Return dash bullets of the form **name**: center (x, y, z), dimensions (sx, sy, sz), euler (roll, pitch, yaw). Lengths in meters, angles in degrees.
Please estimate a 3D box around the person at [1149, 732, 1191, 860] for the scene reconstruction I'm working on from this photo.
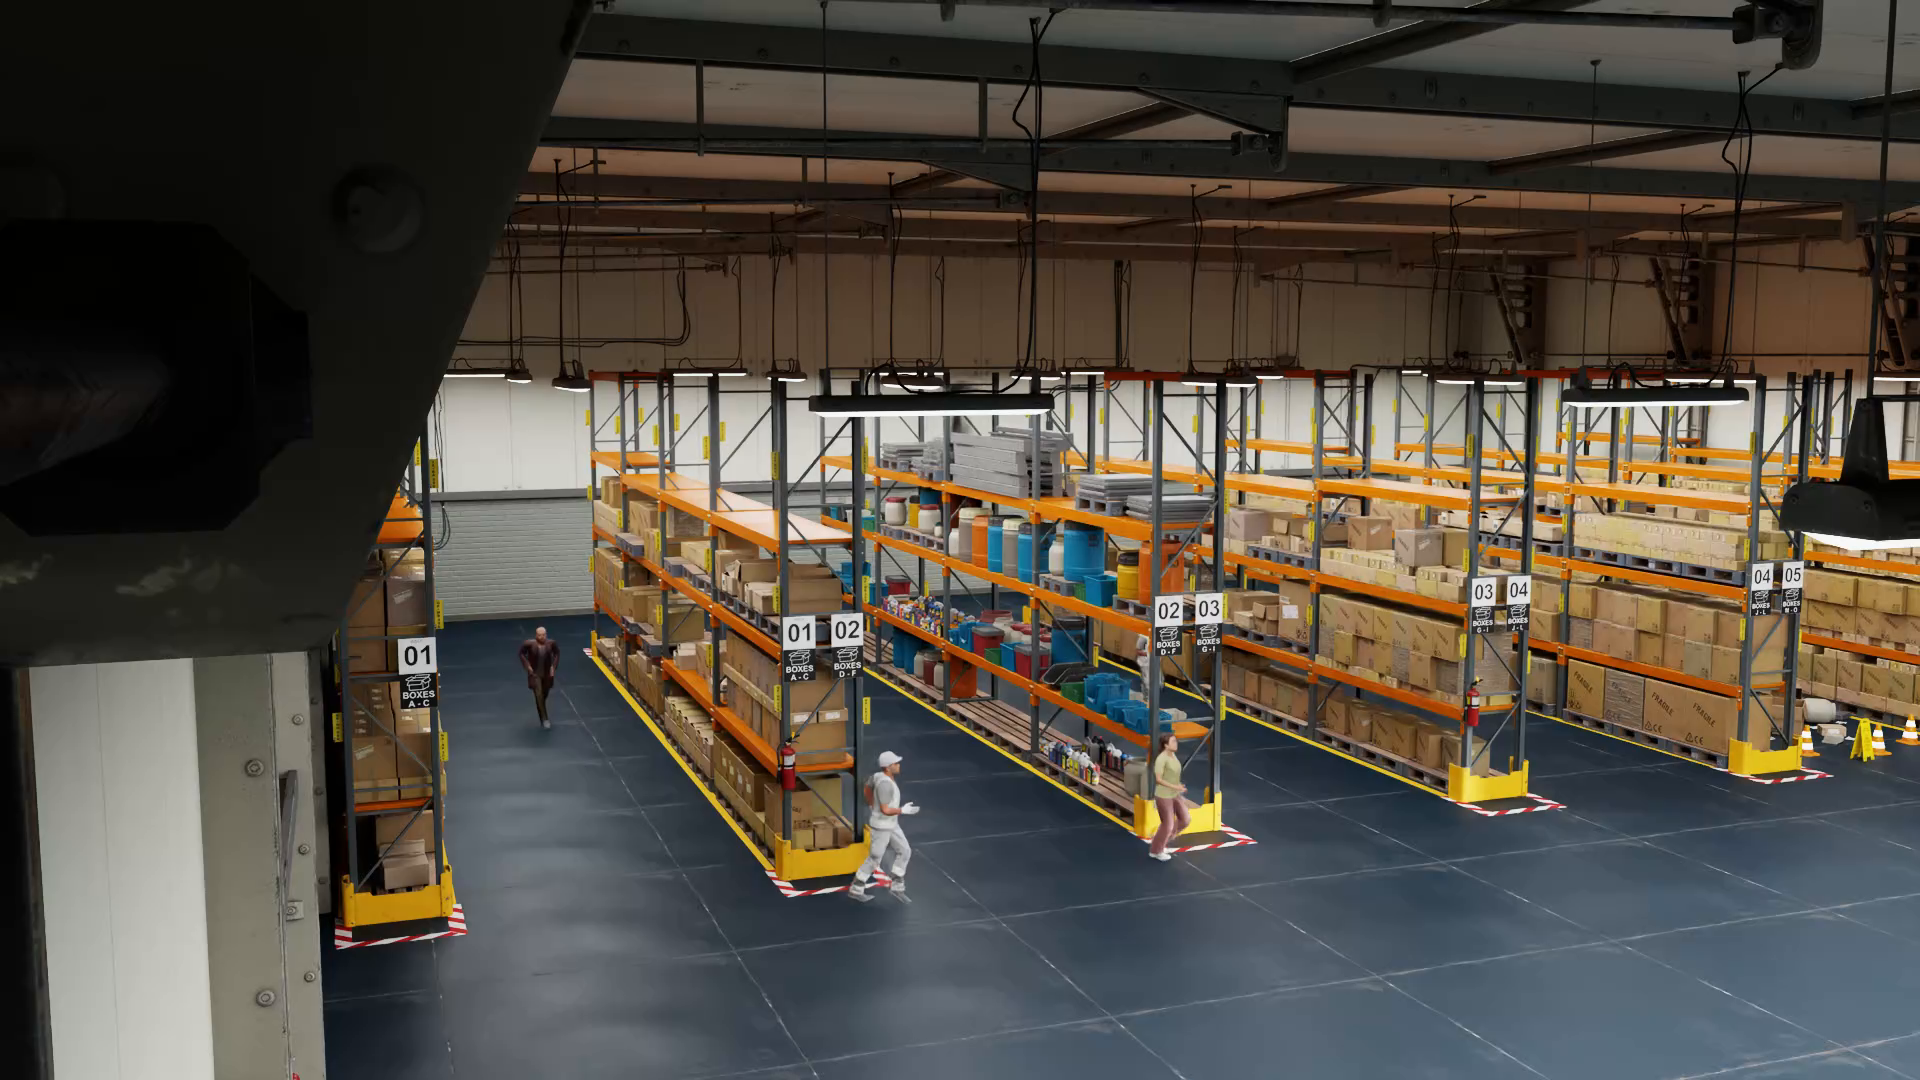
- **person**: center (2.635, 3.205, 20.773), dimensions (0.552, 1.610, 0.616), euler (4, 8, 33)

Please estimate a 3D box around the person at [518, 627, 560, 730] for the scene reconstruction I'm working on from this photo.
- **person**: center (-7.212, 2.306, 28.508), dimensions (0.702, 1.734, 1.025), euler (-2, 7, -19)

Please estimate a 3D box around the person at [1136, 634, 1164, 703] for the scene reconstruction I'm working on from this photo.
- **person**: center (3.388, 2.226, 29.314), dimensions (0.673, 1.719, 0.720), euler (-3, 7, -22)

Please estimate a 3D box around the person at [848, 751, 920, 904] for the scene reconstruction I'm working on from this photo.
- **person**: center (-0.868, 3.323, 19.068), dimensions (0.835, 1.831, 0.589), euler (1, 6, 7)
